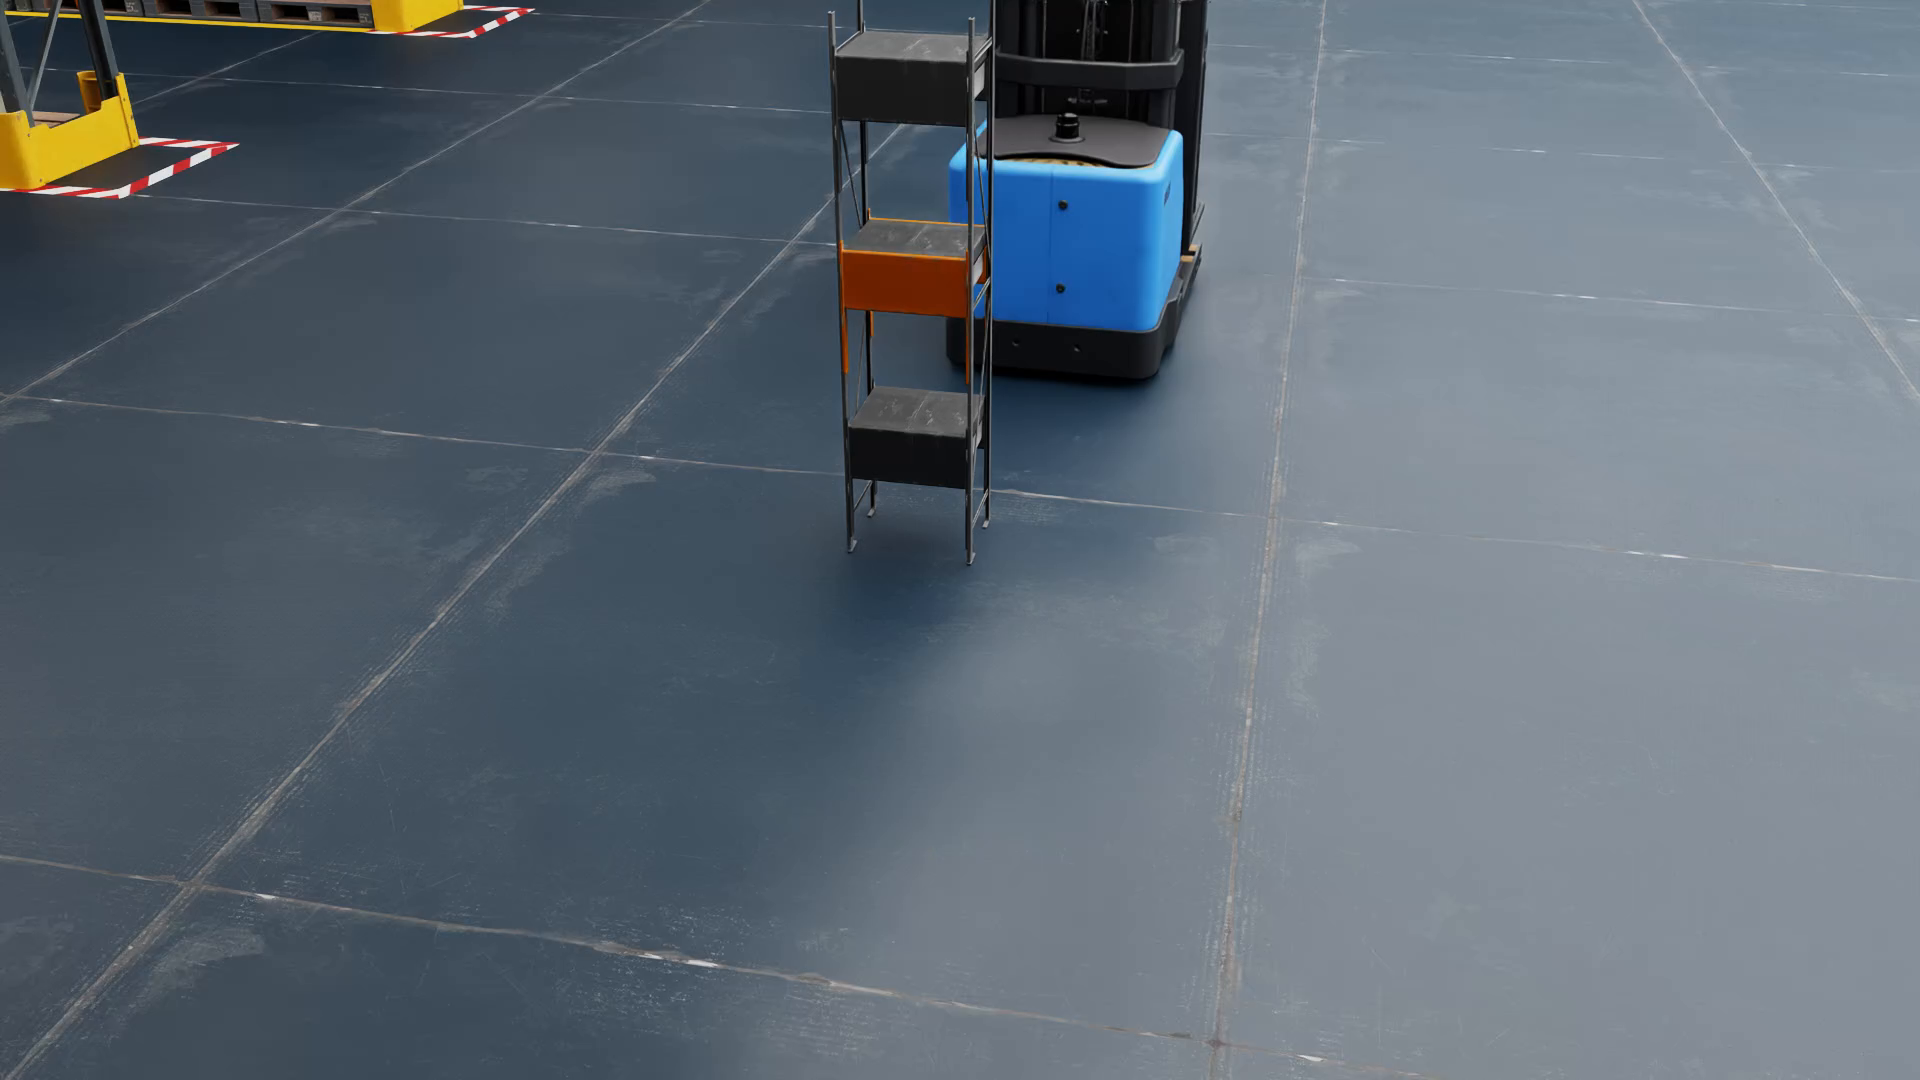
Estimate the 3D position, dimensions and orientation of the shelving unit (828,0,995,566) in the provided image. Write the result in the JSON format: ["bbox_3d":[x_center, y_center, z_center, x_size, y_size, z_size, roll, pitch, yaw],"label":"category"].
[{"bbox_3d":[-0.162,-0.938,6.276,0.503,2.100,0.431,6,29,11],"label":"shelving unit"}]

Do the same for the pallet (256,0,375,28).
[{"bbox_3d":[-5.904,-5.135,15.909,1.213,0.211,1.003,6,29,11],"label":"pallet"}]

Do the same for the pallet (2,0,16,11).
[{"bbox_3d":[-9.716,-5.507,16.590,1.213,0.211,1.003,6,29,11],"label":"pallet"}]

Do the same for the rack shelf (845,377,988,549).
[{"bbox_3d":[-0.162,-0.312,6.619,0.480,0.518,0.431,6,29,11],"label":"rack shelf"}]

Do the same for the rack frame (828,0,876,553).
[{"bbox_3d":[-0.401,-0.962,6.321,0.015,2.100,0.400,6,29,11],"label":"rack frame"}]

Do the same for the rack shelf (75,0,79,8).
[{"bbox_3d":[-8.033,-3.811,11.337,4.000,0.370,1.077,6,29,11],"label":"rack shelf"}]

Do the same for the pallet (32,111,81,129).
[{"bbox_3d":[-6.955,-2.772,11.594,1.213,0.211,1.003,6,29,11],"label":"pallet"}]

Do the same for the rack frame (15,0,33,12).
[{"bbox_3d":[-8.955,-6.653,15.779,0.127,3.000,1.000,6,29,11],"label":"rack frame"}]

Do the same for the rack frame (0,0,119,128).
[{"bbox_3d":[-6.077,-3.926,10.798,0.127,3.000,1.000,6,29,11],"label":"rack frame"}]

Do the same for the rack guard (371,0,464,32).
[{"bbox_3d":[-5.117,-5.163,15.660,0.348,0.500,1.175,6,29,11],"label":"rack guard"}]

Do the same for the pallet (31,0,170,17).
[{"bbox_3d":[-8.290,-5.379,16.356,1.213,0.211,1.003,6,29,11],"label":"pallet"}]

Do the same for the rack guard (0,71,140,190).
[{"bbox_3d":[-6.161,-2.815,11.371,0.348,0.500,1.175,6,29,11],"label":"rack guard"}]

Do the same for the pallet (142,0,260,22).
[{"bbox_3d":[-7.094,-5.258,16.134,1.213,0.211,1.003,6,29,11],"label":"pallet"}]

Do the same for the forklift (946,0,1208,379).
[{"bbox_3d":[0.770,-2.755,8.730,1.130,2.935,3.031,7,29,12],"label":"forklift"}]

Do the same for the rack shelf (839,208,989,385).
[{"bbox_3d":[-0.162,-0.926,6.283,0.480,0.518,0.431,6,29,11],"label":"rack shelf"}]

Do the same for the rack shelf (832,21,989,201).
[{"bbox_3d":[-0.162,-1.540,5.947,0.480,0.518,0.431,6,29,11],"label":"rack shelf"}]

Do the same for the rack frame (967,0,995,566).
[{"bbox_3d":[0.077,-0.913,6.231,0.015,2.100,0.400,6,29,11],"label":"rack frame"}]

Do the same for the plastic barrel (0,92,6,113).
[{"bbox_3d":[-6.737,-3.049,11.349,0.421,0.512,0.421,0,29,0],"label":"plastic barrel"}]
